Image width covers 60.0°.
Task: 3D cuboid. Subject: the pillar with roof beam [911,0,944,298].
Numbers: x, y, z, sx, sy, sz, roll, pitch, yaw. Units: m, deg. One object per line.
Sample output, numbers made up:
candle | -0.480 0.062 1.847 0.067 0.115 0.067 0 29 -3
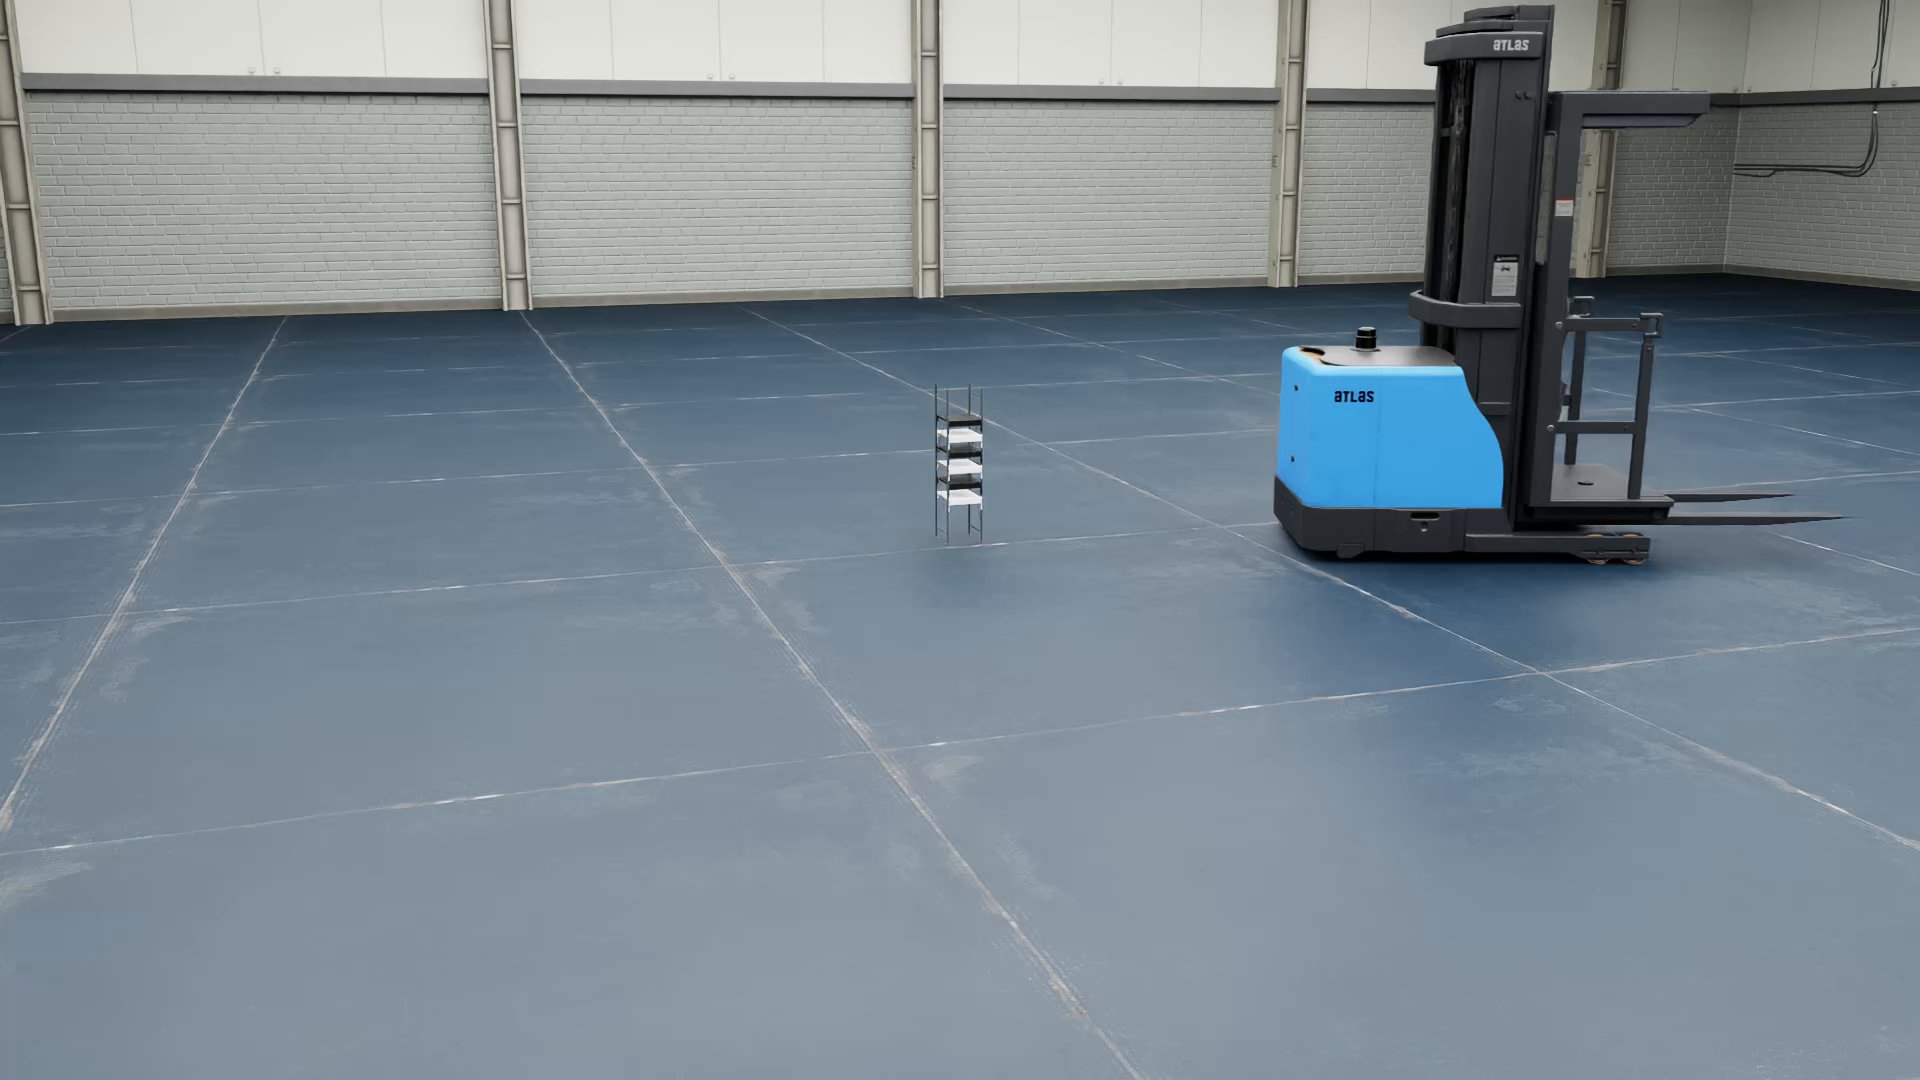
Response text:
pillar with roof beam | 0.894 -7.094 20.021 0.400 9.000 9.100 -4 14 -18

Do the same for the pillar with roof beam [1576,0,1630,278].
pillar with roof beam | 12.267 -7.980 23.745 0.400 9.000 9.100 -4 14 -18

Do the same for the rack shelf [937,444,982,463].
rack shelf | -0.008 -0.492 9.523 0.200 0.077 0.258 -4 14 -18

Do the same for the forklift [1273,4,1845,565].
forklift | 3.397 -1.416 9.261 3.031 2.935 1.130 0 13 0

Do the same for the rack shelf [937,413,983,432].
rack shelf | -0.008 -0.667 9.481 0.200 0.077 0.258 -4 14 -18

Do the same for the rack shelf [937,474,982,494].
rack shelf | -0.008 -0.317 9.565 0.200 0.077 0.258 -4 14 -18

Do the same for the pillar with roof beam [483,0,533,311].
pillar with roof beam | -4.793 -6.651 18.160 0.400 9.000 9.100 -4 14 -18

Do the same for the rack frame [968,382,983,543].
rack frame | 0.089 -0.445 9.568 0.006 0.900 0.240 -4 14 -18

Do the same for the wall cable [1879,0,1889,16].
wall cable | 14.971 -9.204 24.689 0.112 2.526 3.097 -4 14 -18

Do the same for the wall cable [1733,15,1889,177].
wall cable | 14.108 -7.341 27.768 0.112 2.526 3.097 -4 14 -18

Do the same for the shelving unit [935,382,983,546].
shelving unit | -0.008 -0.437 9.536 0.210 0.900 0.258 -4 14 -18

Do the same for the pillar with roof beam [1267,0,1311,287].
pillar with roof beam | 6.581 -7.537 21.883 0.400 9.000 9.100 -4 14 -18

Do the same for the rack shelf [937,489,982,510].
rack shelf | -0.008 -0.230 9.586 0.200 0.077 0.258 -4 14 -18

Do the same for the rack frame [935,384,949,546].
rack frame | -0.104 -0.430 9.505 0.006 0.900 0.240 -4 14 -18

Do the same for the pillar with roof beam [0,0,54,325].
pillar with roof beam | -10.479 -6.209 16.298 0.400 9.000 9.100 -4 14 -18

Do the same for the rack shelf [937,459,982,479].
rack shelf | -0.008 -0.405 9.544 0.200 0.077 0.258 -4 14 -18

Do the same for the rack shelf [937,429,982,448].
rack shelf | -0.008 -0.580 9.502 0.200 0.077 0.258 -4 14 -18
